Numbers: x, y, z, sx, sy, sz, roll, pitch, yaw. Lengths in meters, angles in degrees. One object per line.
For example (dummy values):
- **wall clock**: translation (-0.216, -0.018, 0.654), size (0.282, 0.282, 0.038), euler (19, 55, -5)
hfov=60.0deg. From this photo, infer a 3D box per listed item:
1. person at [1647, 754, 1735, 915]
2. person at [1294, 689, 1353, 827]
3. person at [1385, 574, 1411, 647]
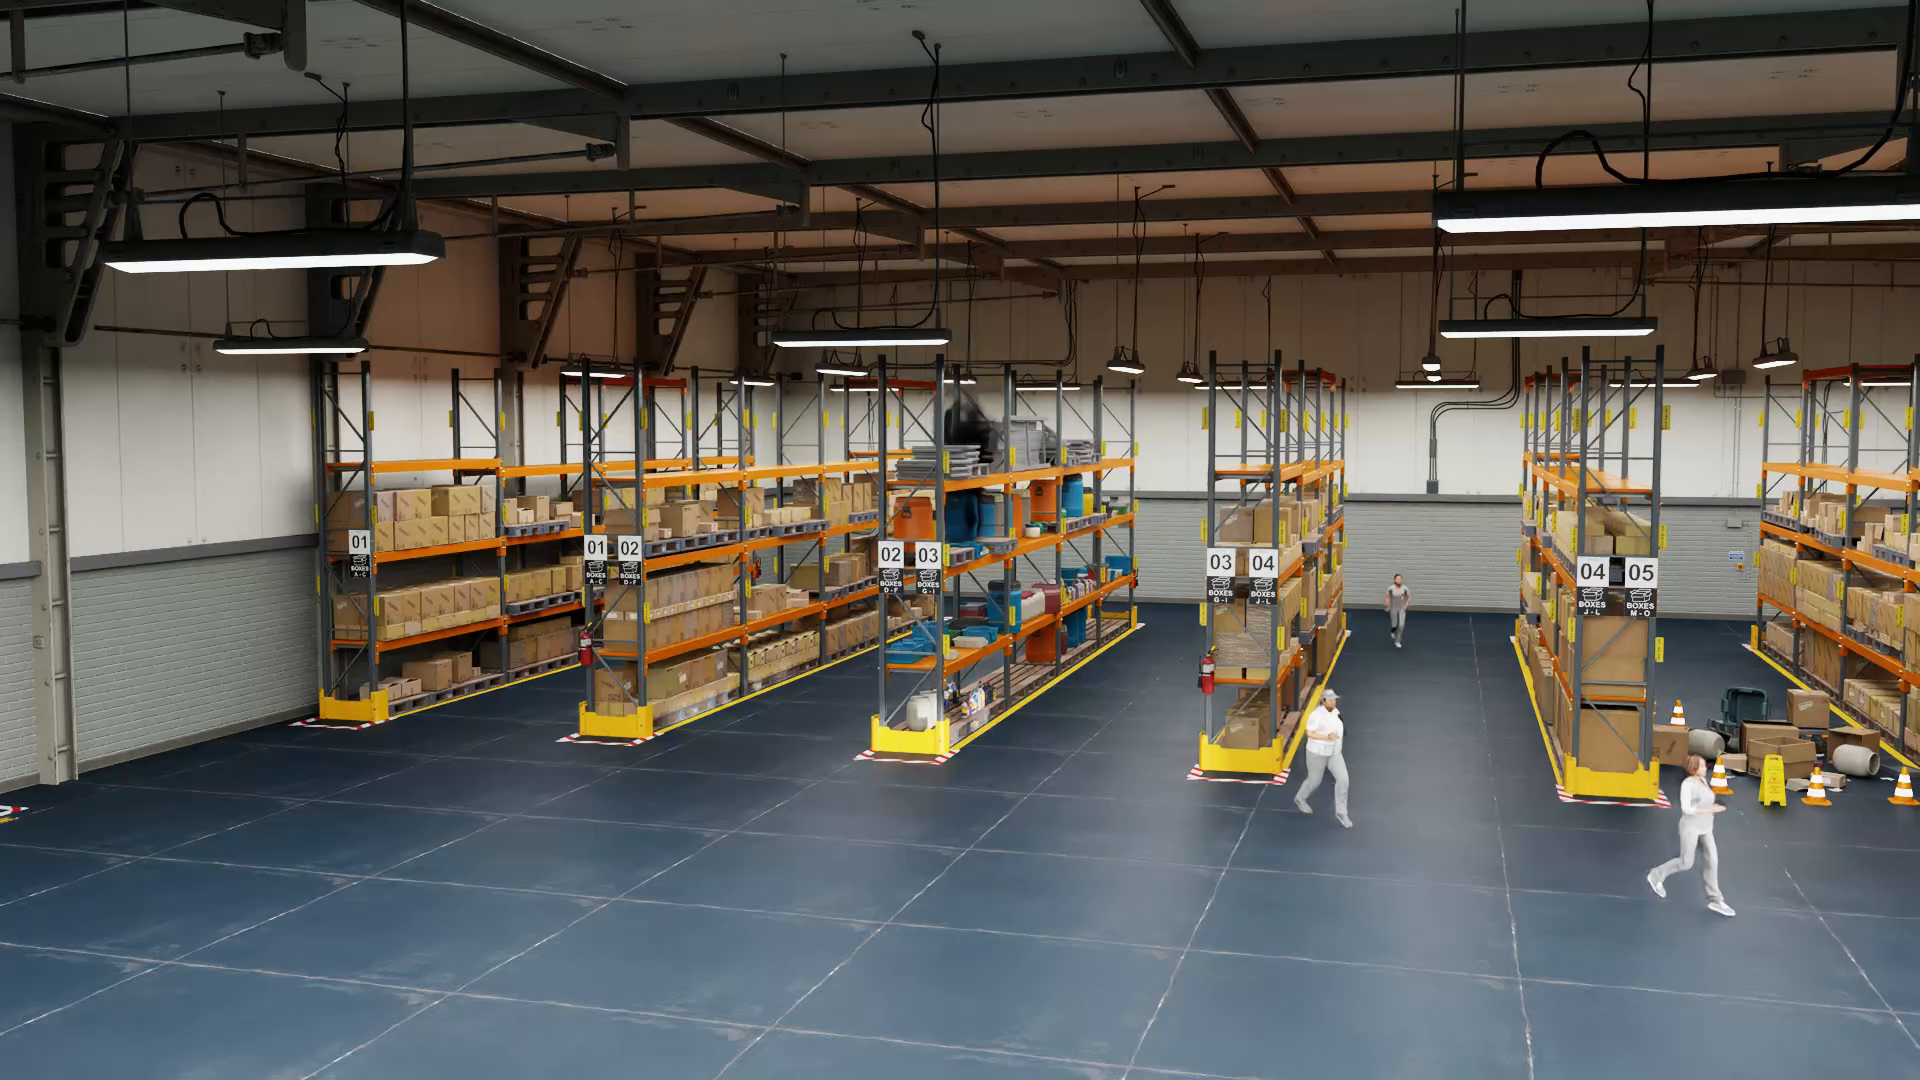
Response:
- **person**: translation (7.504, 2.990, 17.016), size (0.544, 1.563, 0.879), euler (-3, 5, -37)
- **person**: translation (4.550, 2.700, 20.831), size (0.625, 1.702, 0.905), euler (-2, 5, -29)
- **person**: translation (9.756, 1.559, 37.073), size (0.554, 1.624, 0.599), euler (1, 4, 10)
